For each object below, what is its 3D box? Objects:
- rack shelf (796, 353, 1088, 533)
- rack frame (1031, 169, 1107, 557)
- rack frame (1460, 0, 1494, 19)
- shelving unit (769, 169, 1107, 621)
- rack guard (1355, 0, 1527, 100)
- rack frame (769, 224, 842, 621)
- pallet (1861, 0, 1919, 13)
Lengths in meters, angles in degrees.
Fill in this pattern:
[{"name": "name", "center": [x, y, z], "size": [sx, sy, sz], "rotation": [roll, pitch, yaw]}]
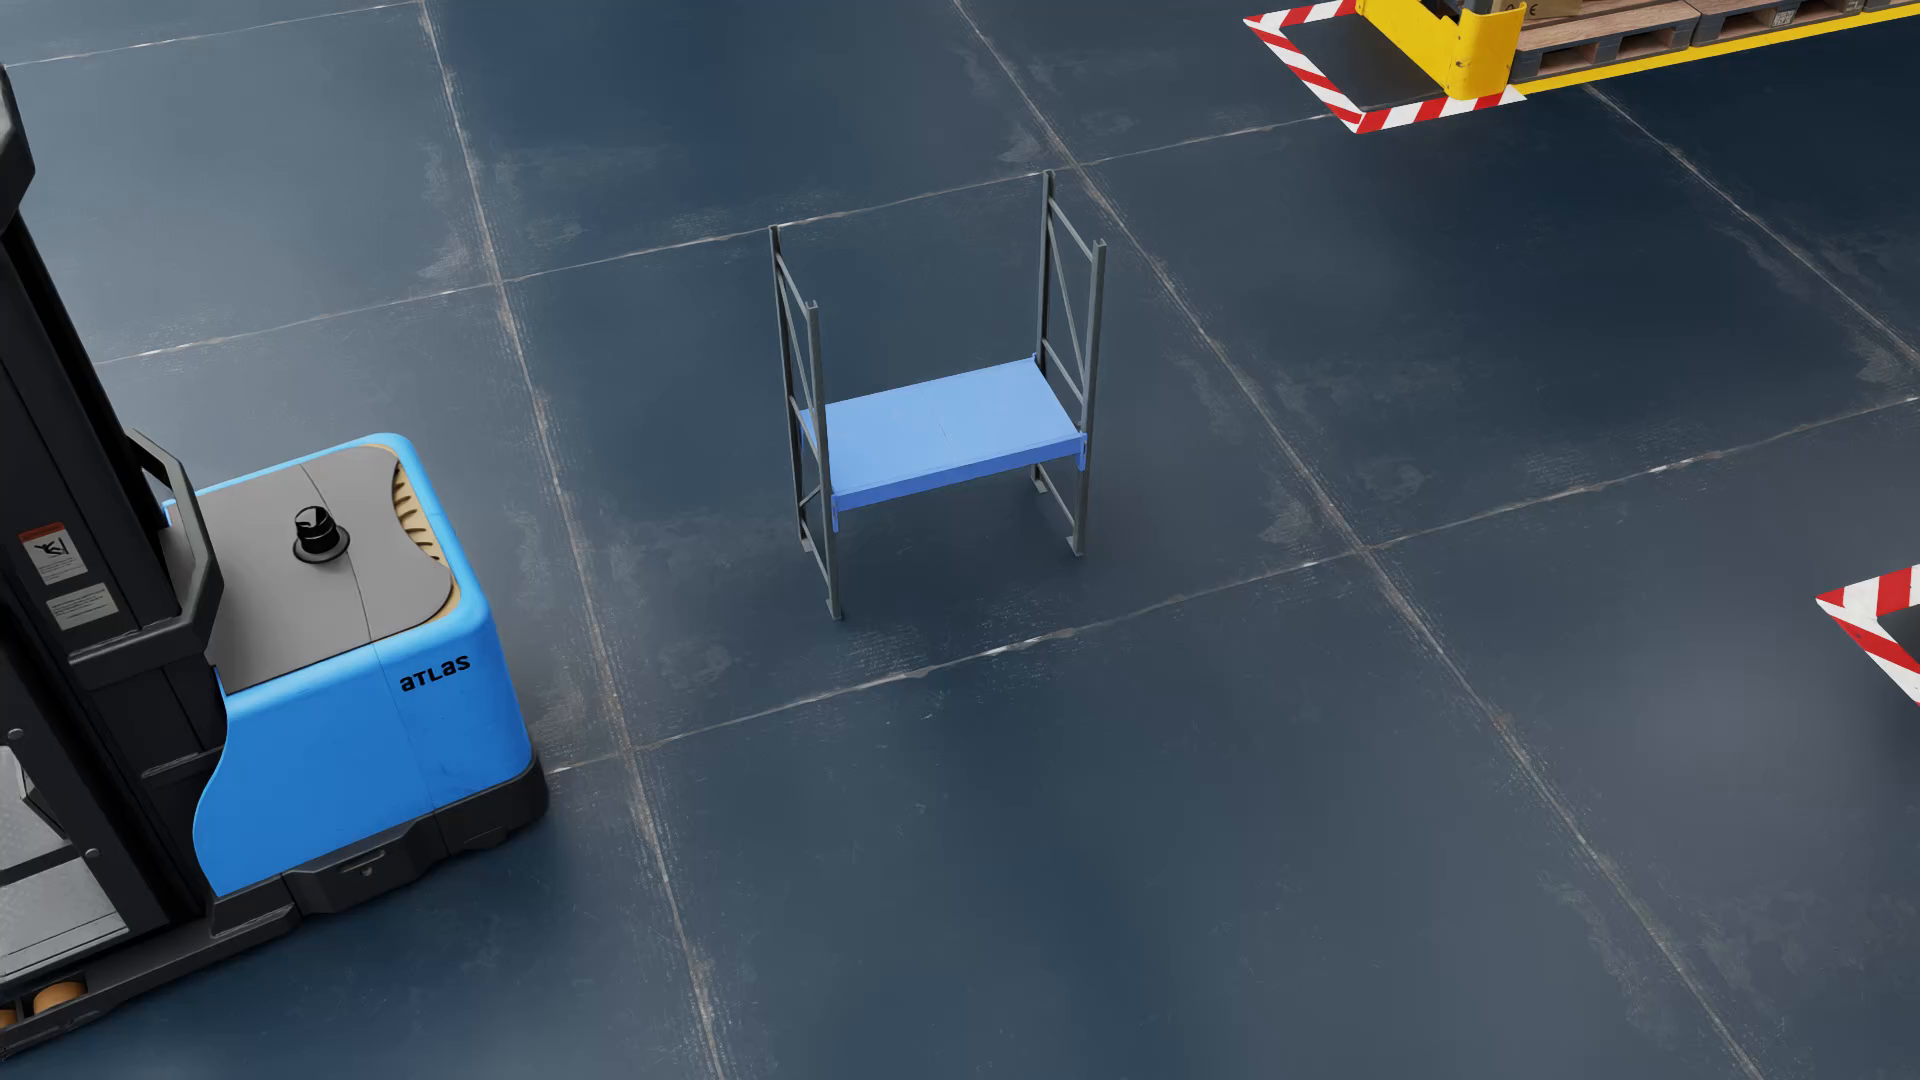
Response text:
[{"name": "rack shelf", "center": [-0.080, -0.382, 6.326], "size": [1.000, 0.185, 0.538], "rotation": [-14, 47, -14]}, {"name": "rack frame", "center": [0.398, -0.631, 6.320], "size": [0.032, 1.500, 0.500], "rotation": [-14, 47, -14]}, {"name": "rack frame", "center": [2.622, -3.880, 8.500], "size": [0.127, 3.000, 1.000], "rotation": [-14, 47, -14]}, {"name": "shelving unit", "center": [-0.080, -0.509, 6.198], "size": [1.048, 1.500, 0.538], "rotation": [-14, 47, -14]}, {"name": "rack guard", "center": [2.694, -3.016, 9.403], "size": [0.348, 0.500, 1.175], "rotation": [-14, 47, -14]}, {"name": "rack frame", "center": [-0.558, -0.387, 6.076], "size": [0.032, 1.500, 0.500], "rotation": [-14, 47, -14]}, {"name": "pallet", "center": [5.765, -3.673, 10.262], "size": [1.213, 0.211, 1.003], "rotation": [-14, 47, -14]}]
